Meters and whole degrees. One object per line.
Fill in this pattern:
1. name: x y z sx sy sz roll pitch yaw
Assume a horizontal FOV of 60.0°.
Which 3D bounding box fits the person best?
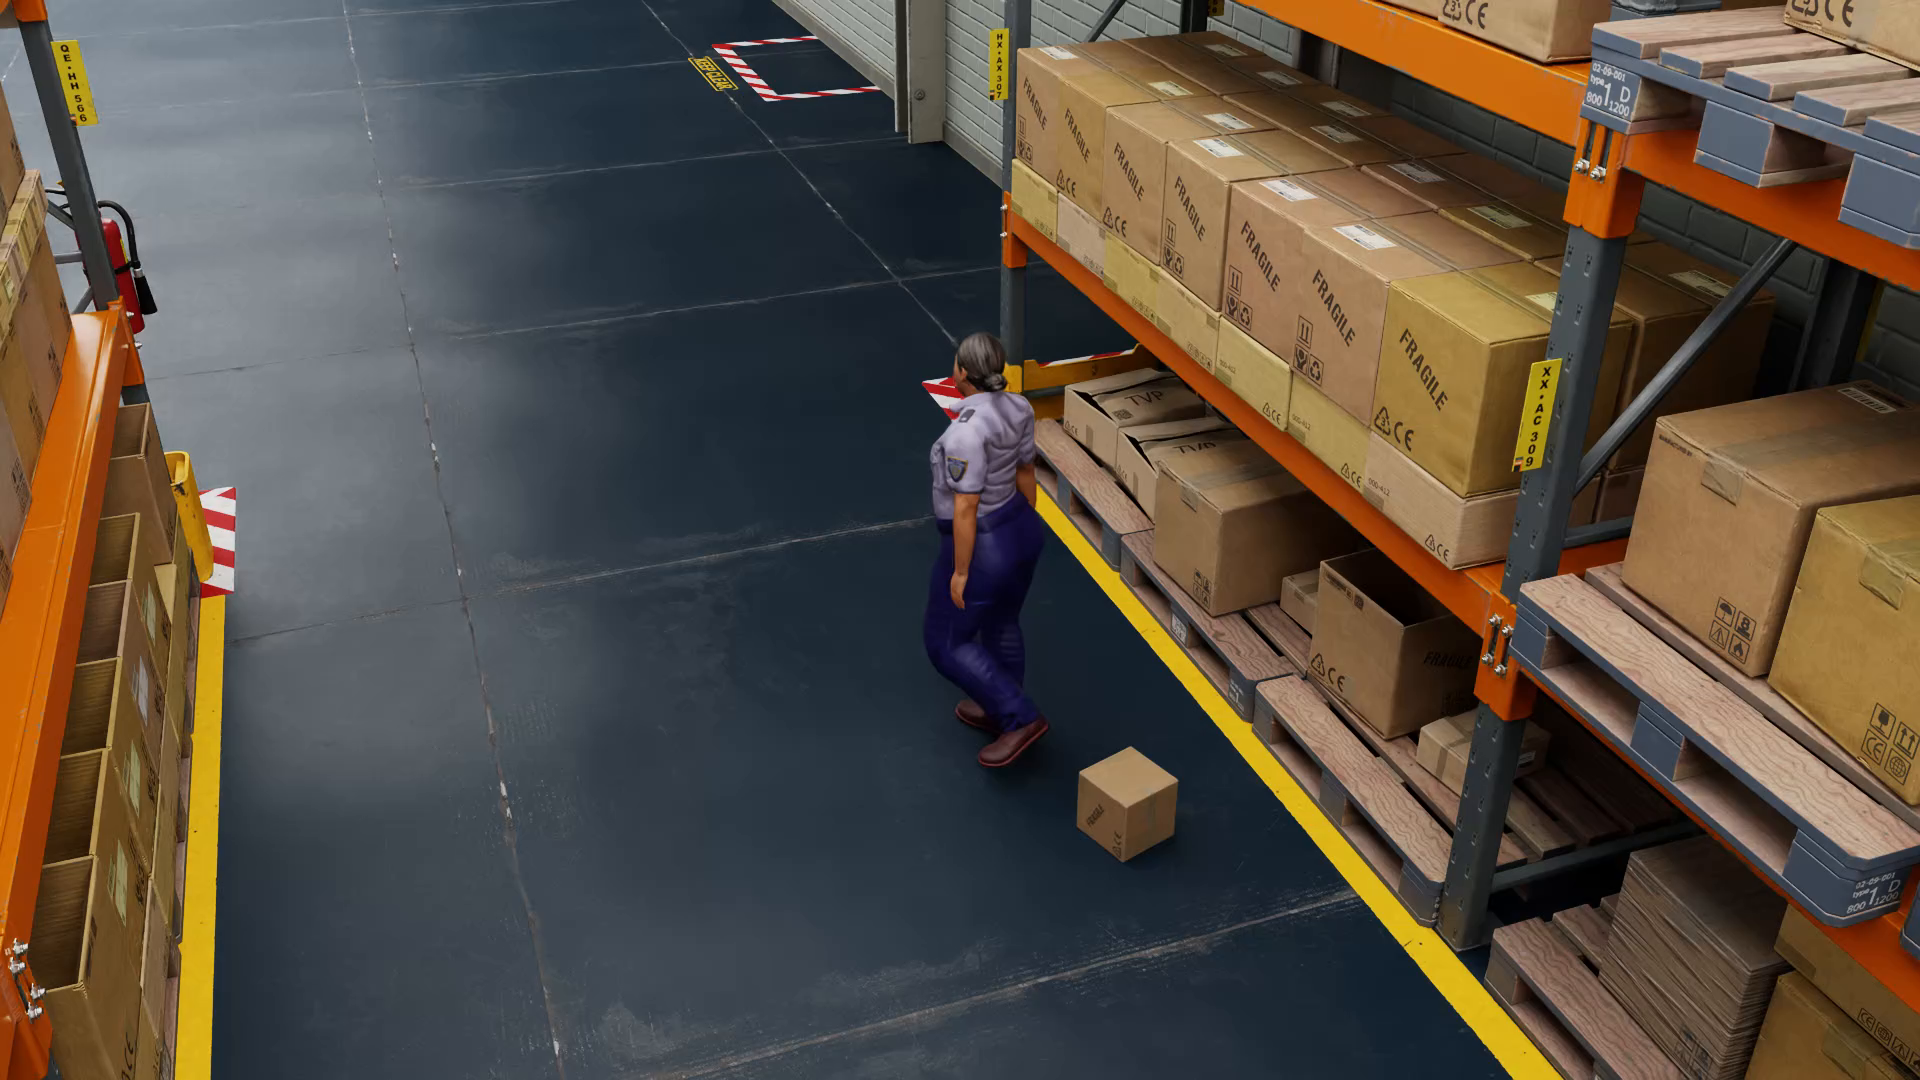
1. person: 0.152 0.020 6.047 0.480 1.578 0.524 18 34 28
